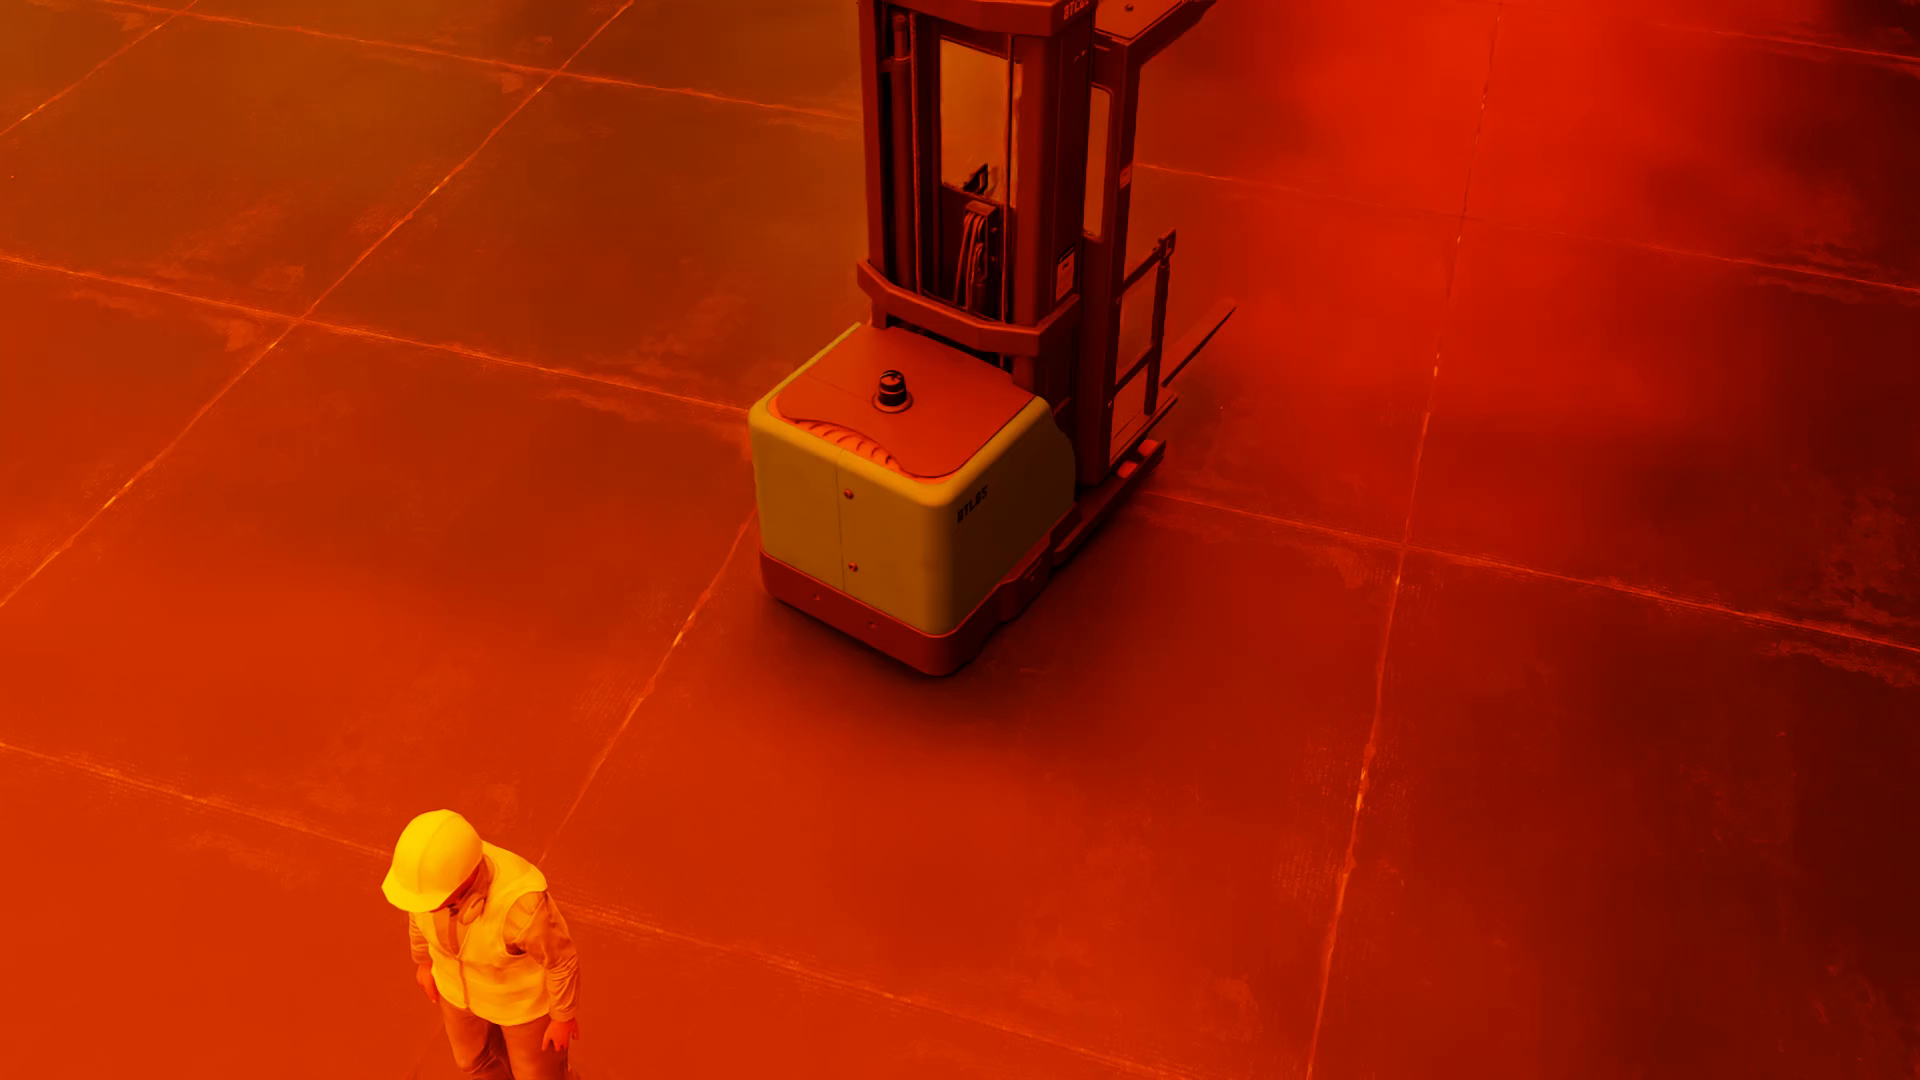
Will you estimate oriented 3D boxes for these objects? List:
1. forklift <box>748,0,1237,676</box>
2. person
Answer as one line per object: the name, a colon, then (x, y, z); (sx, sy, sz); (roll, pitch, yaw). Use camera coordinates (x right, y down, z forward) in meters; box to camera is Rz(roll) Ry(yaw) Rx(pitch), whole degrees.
forklift: (0.352, -1.464, 7.262); (1.130, 2.935, 3.031); (25, 48, 24)
person: (-1.416, 1.364, 5.076); (0.569, 1.769, 0.467); (18, 46, 18)
